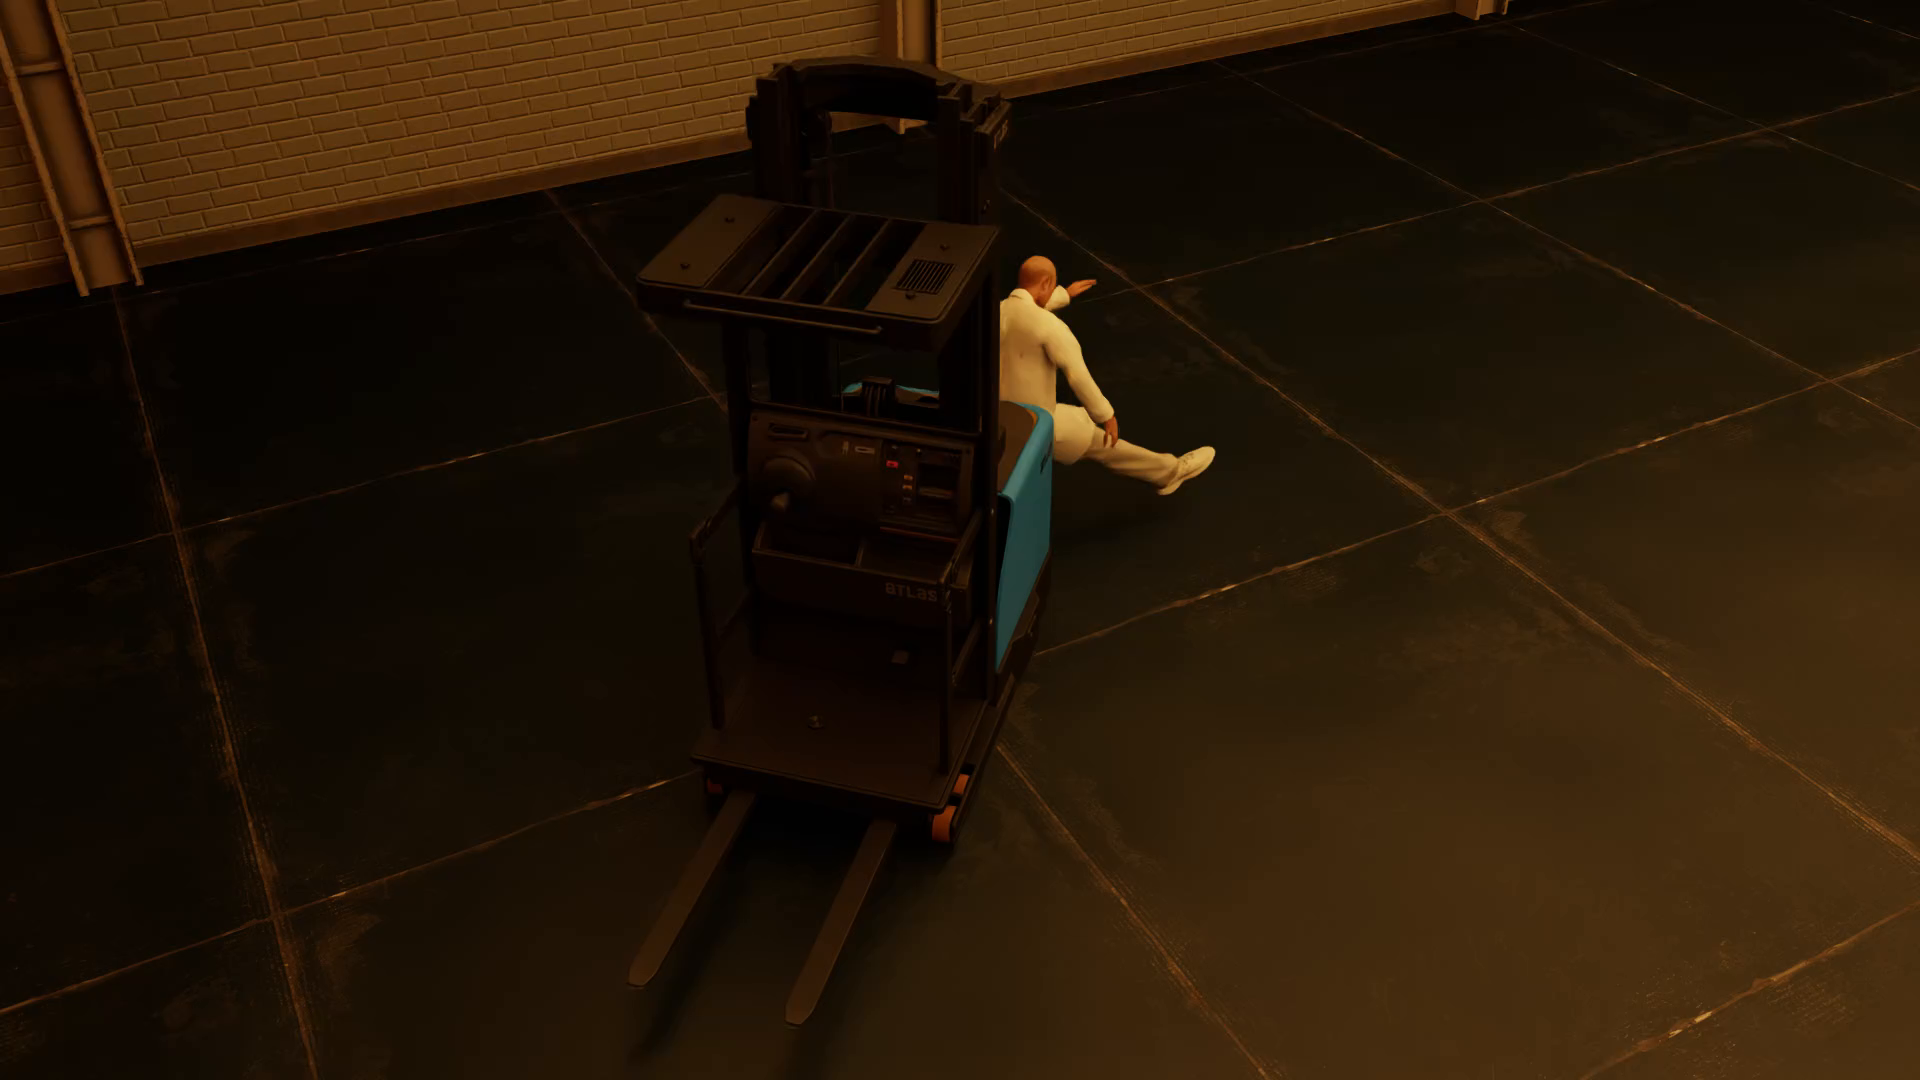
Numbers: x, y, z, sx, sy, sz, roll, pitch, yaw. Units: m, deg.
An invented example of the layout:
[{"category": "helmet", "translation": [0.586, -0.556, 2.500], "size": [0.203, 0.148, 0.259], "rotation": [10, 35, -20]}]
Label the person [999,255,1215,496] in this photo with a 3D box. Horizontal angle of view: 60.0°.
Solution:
[{"category": "person", "translation": [0.533, -0.800, 8.591], "size": [1.267, 1.444, 1.079], "rotation": [-21, 40, -27]}]

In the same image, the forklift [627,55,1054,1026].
[{"category": "forklift", "translation": [-0.457, -0.197, 6.402], "size": [1.130, 2.935, 3.031], "rotation": [10, 36, 13]}]
